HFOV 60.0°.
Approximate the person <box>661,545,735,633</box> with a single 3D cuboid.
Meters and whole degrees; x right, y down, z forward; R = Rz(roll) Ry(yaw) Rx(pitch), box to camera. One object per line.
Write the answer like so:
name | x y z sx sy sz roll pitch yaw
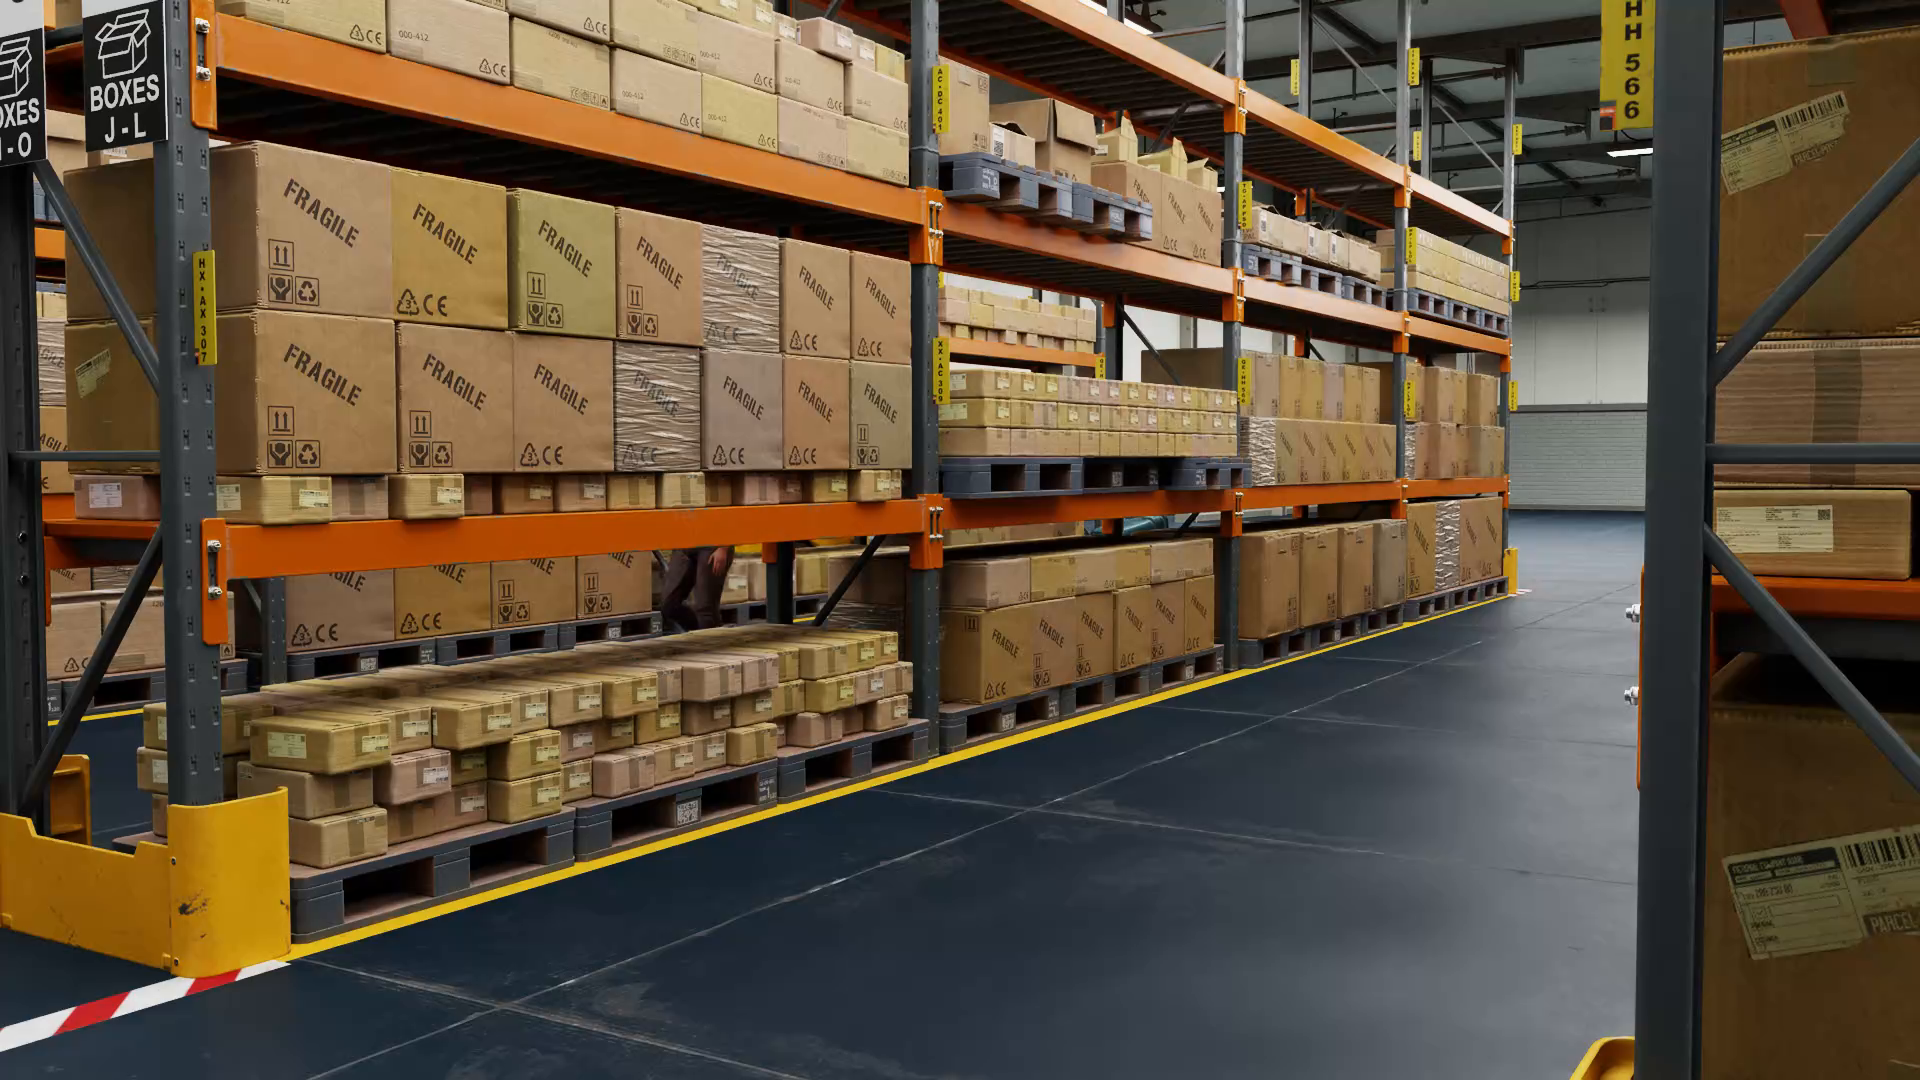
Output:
person | -1.713 0.074 11.128 0.537 1.712 0.483 2 4 40
